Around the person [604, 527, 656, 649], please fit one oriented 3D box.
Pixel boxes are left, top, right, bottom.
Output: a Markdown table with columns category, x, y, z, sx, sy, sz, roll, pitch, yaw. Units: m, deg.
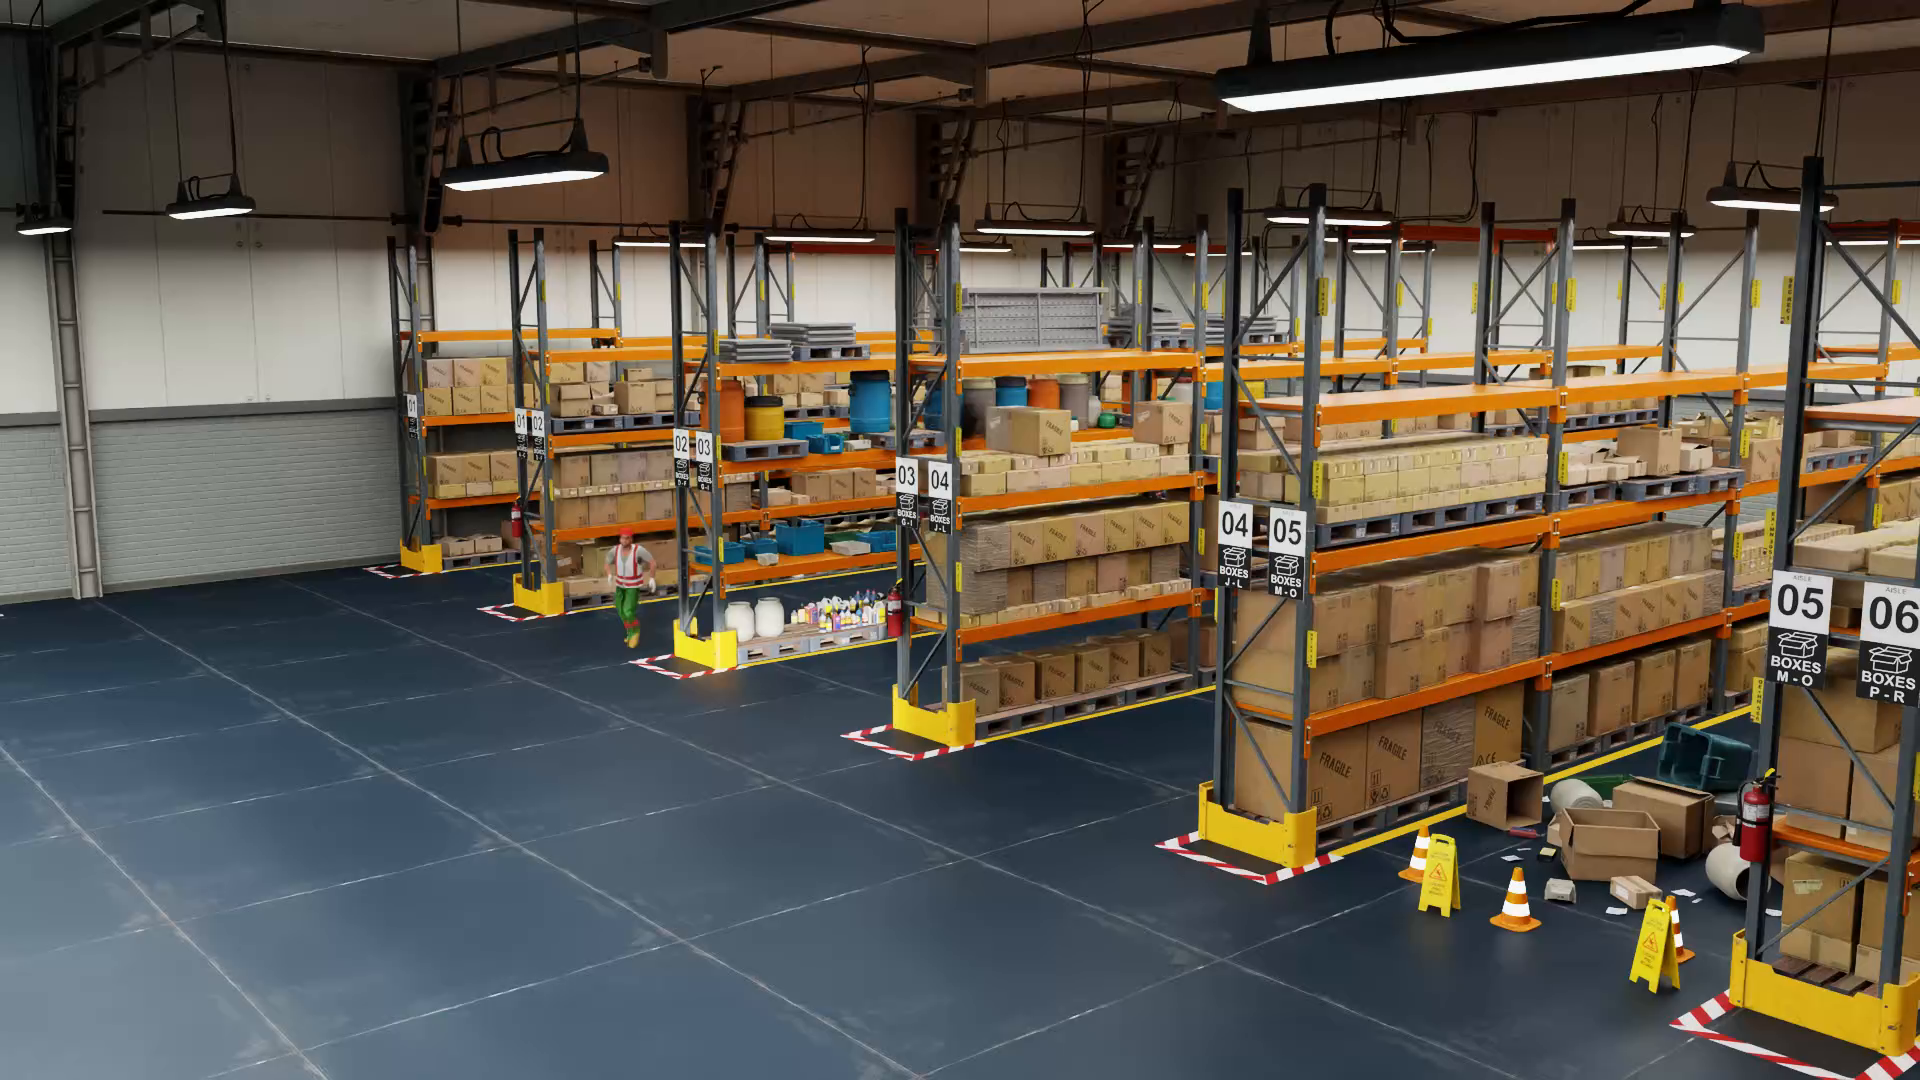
| category | x | y | z | sx | sy | sz | roll | pitch | yaw |
| --- | --- | --- | --- | --- | --- | --- | --- | --- | --- |
| person | -4.683 | 0.670 | 23.597 | 0.730 | 1.746 | 0.713 | 3 | 9 | 19 |
